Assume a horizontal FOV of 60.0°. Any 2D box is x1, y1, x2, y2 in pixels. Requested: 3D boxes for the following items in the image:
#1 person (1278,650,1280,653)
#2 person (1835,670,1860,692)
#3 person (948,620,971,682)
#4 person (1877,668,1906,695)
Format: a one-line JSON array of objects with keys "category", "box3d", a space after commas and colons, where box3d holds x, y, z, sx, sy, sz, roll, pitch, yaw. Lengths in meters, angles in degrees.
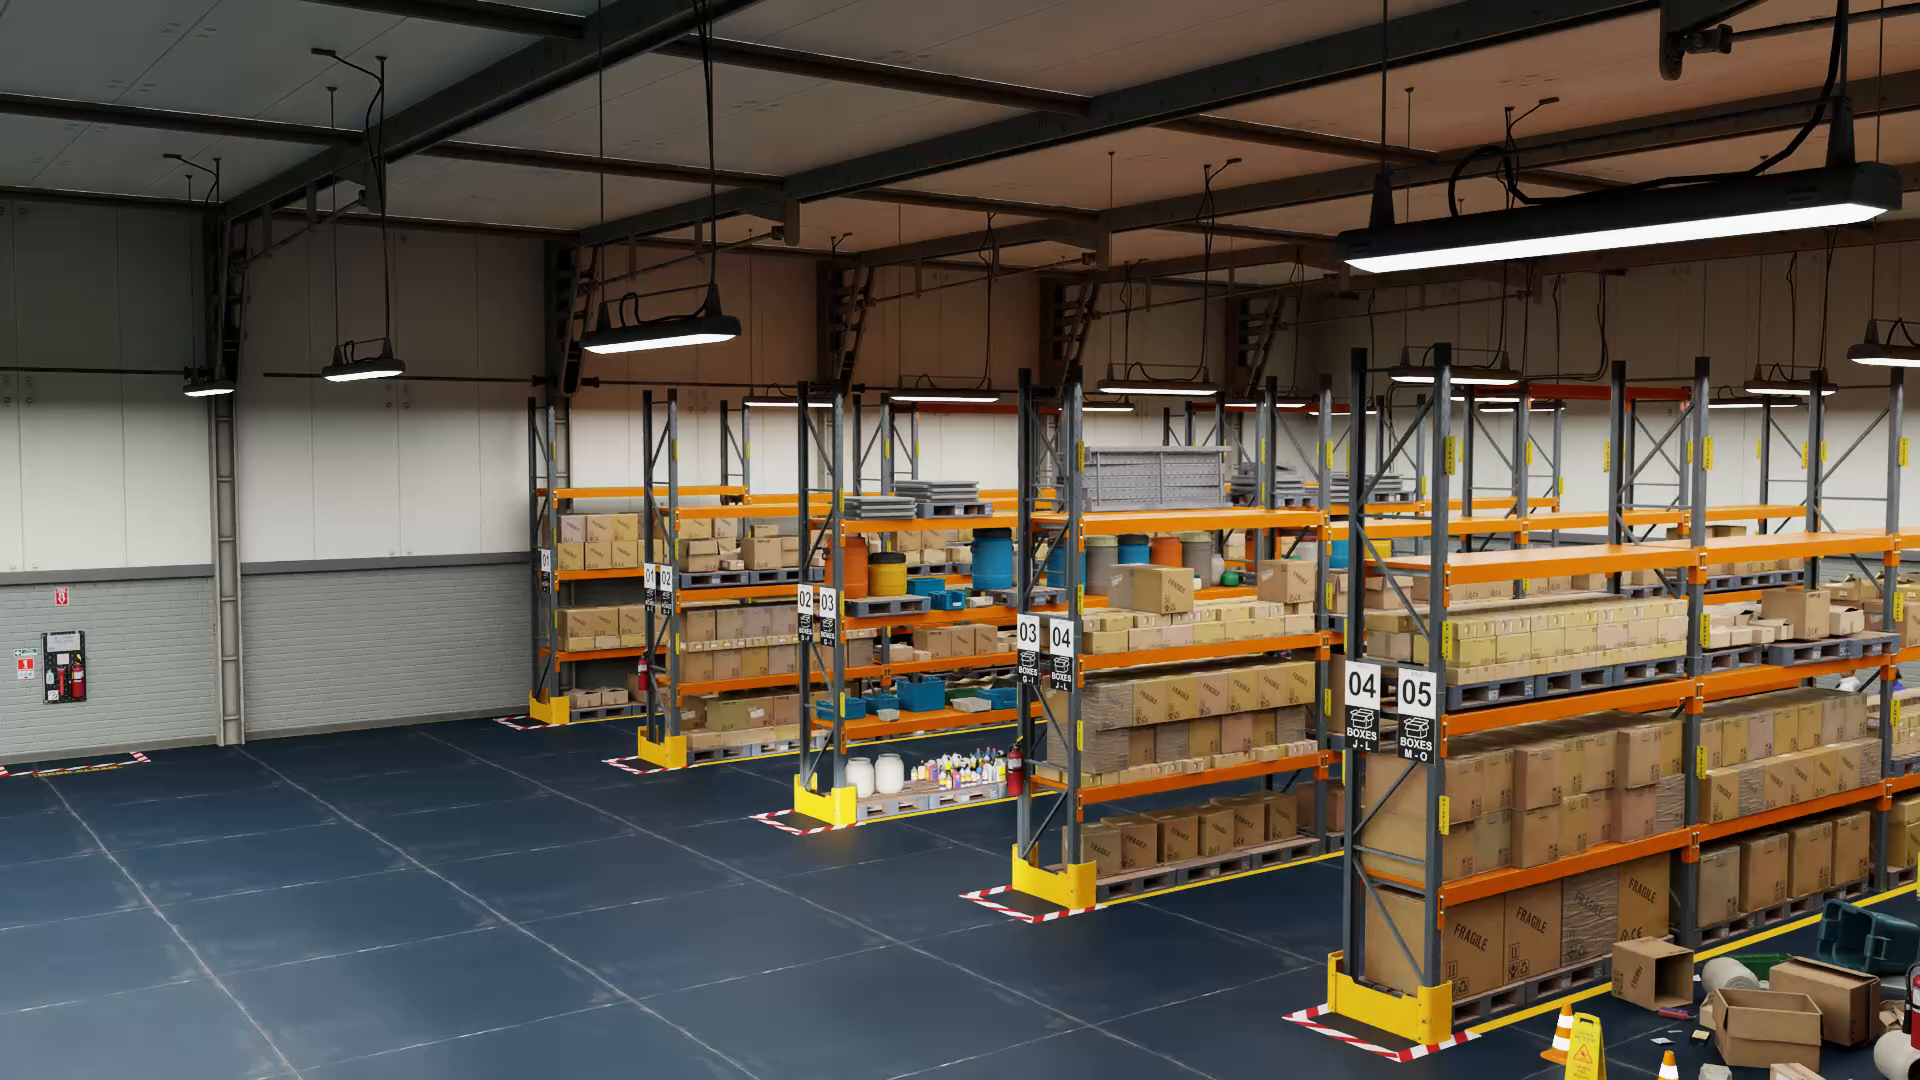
[{"category": "person", "box3d": [7.049, 2.169, 37.357, 0.349, 1.572, 0.492, 3, 4, 40]}, {"category": "person", "box3d": [13.821, 2.747, 25.949, 0.532, 1.763, 0.520, -2, 4, -25]}, {"category": "person", "box3d": [0.018, 2.032, 34.230, 0.412, 1.723, 0.582, 2, 4, 27]}, {"category": "person", "box3d": [14.642, 2.795, 26.176, 0.494, 1.625, 0.677, 3, 4, 39]}]
